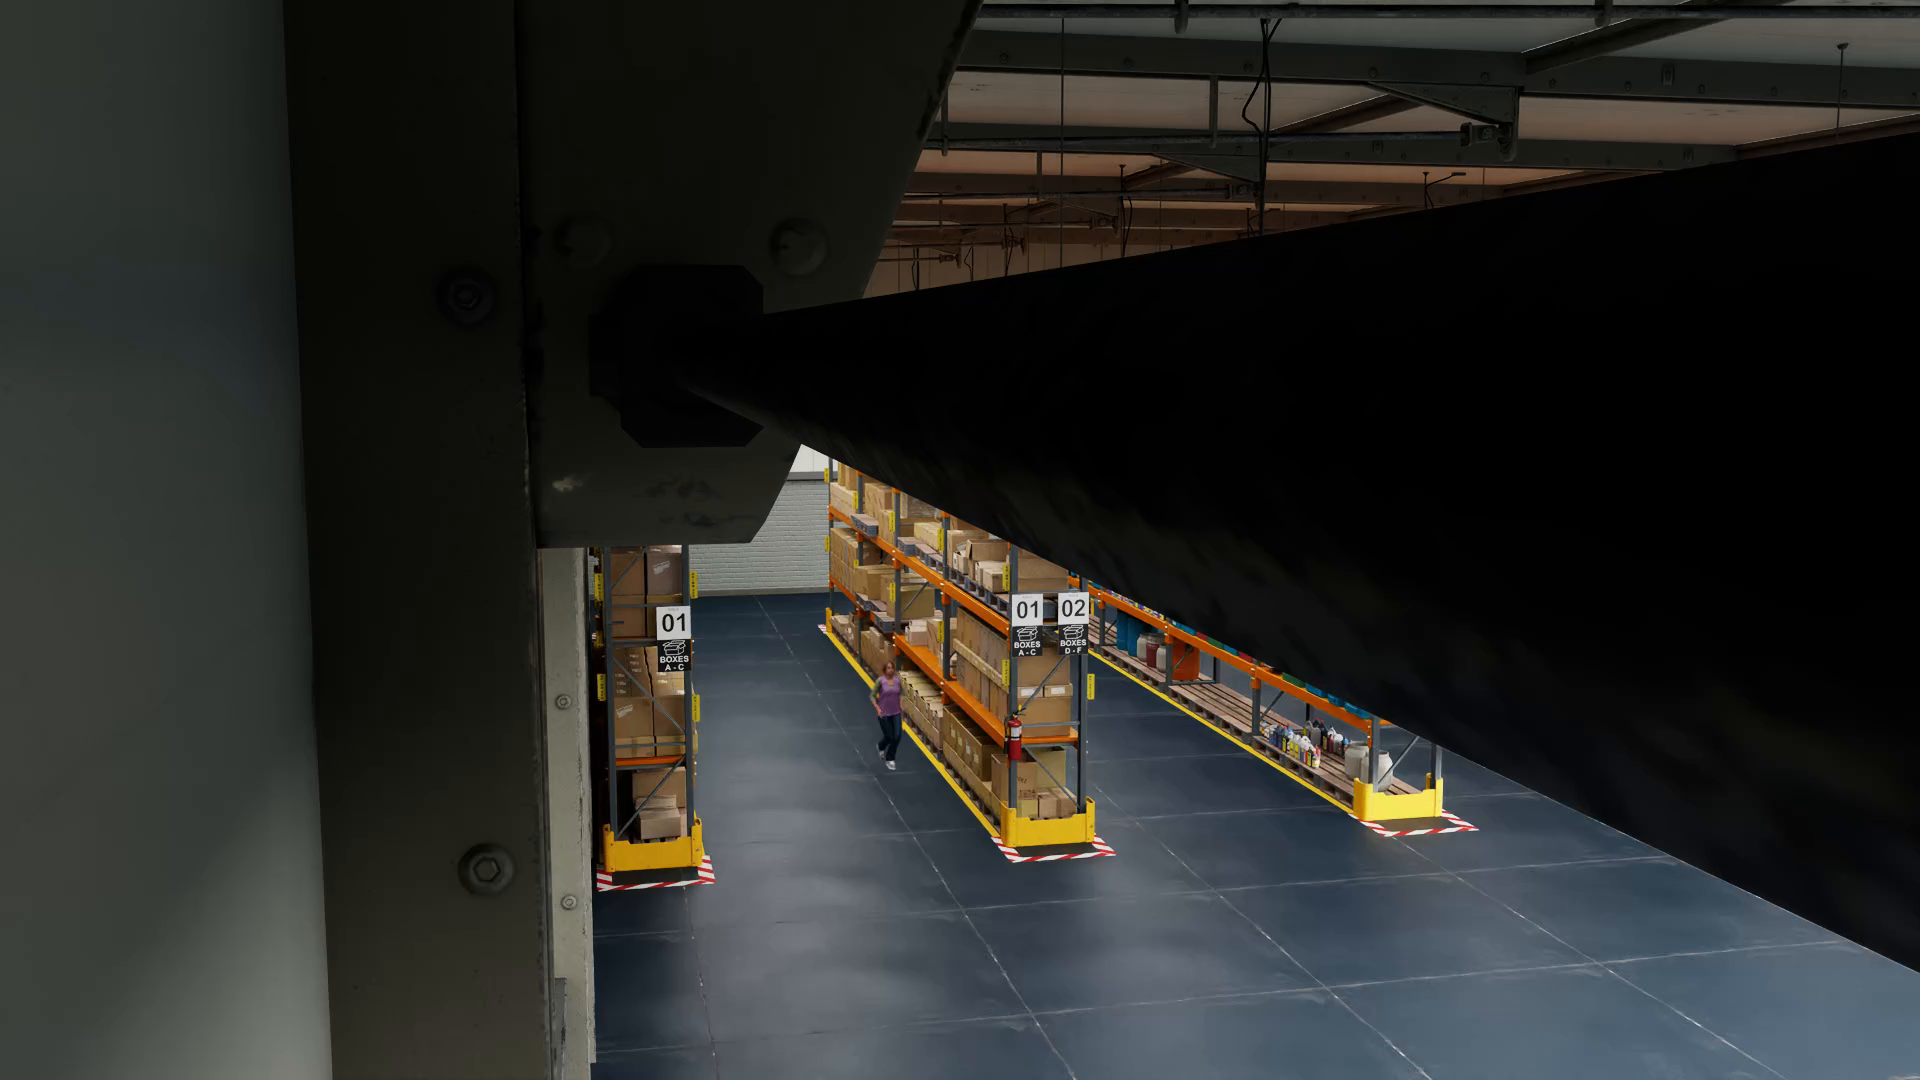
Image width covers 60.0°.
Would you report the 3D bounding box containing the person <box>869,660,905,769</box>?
[{"bbox_3d":[-1.014,2.477,23.739,0.536,1.543,0.517,-3,7,-22],"label":"person"}]
